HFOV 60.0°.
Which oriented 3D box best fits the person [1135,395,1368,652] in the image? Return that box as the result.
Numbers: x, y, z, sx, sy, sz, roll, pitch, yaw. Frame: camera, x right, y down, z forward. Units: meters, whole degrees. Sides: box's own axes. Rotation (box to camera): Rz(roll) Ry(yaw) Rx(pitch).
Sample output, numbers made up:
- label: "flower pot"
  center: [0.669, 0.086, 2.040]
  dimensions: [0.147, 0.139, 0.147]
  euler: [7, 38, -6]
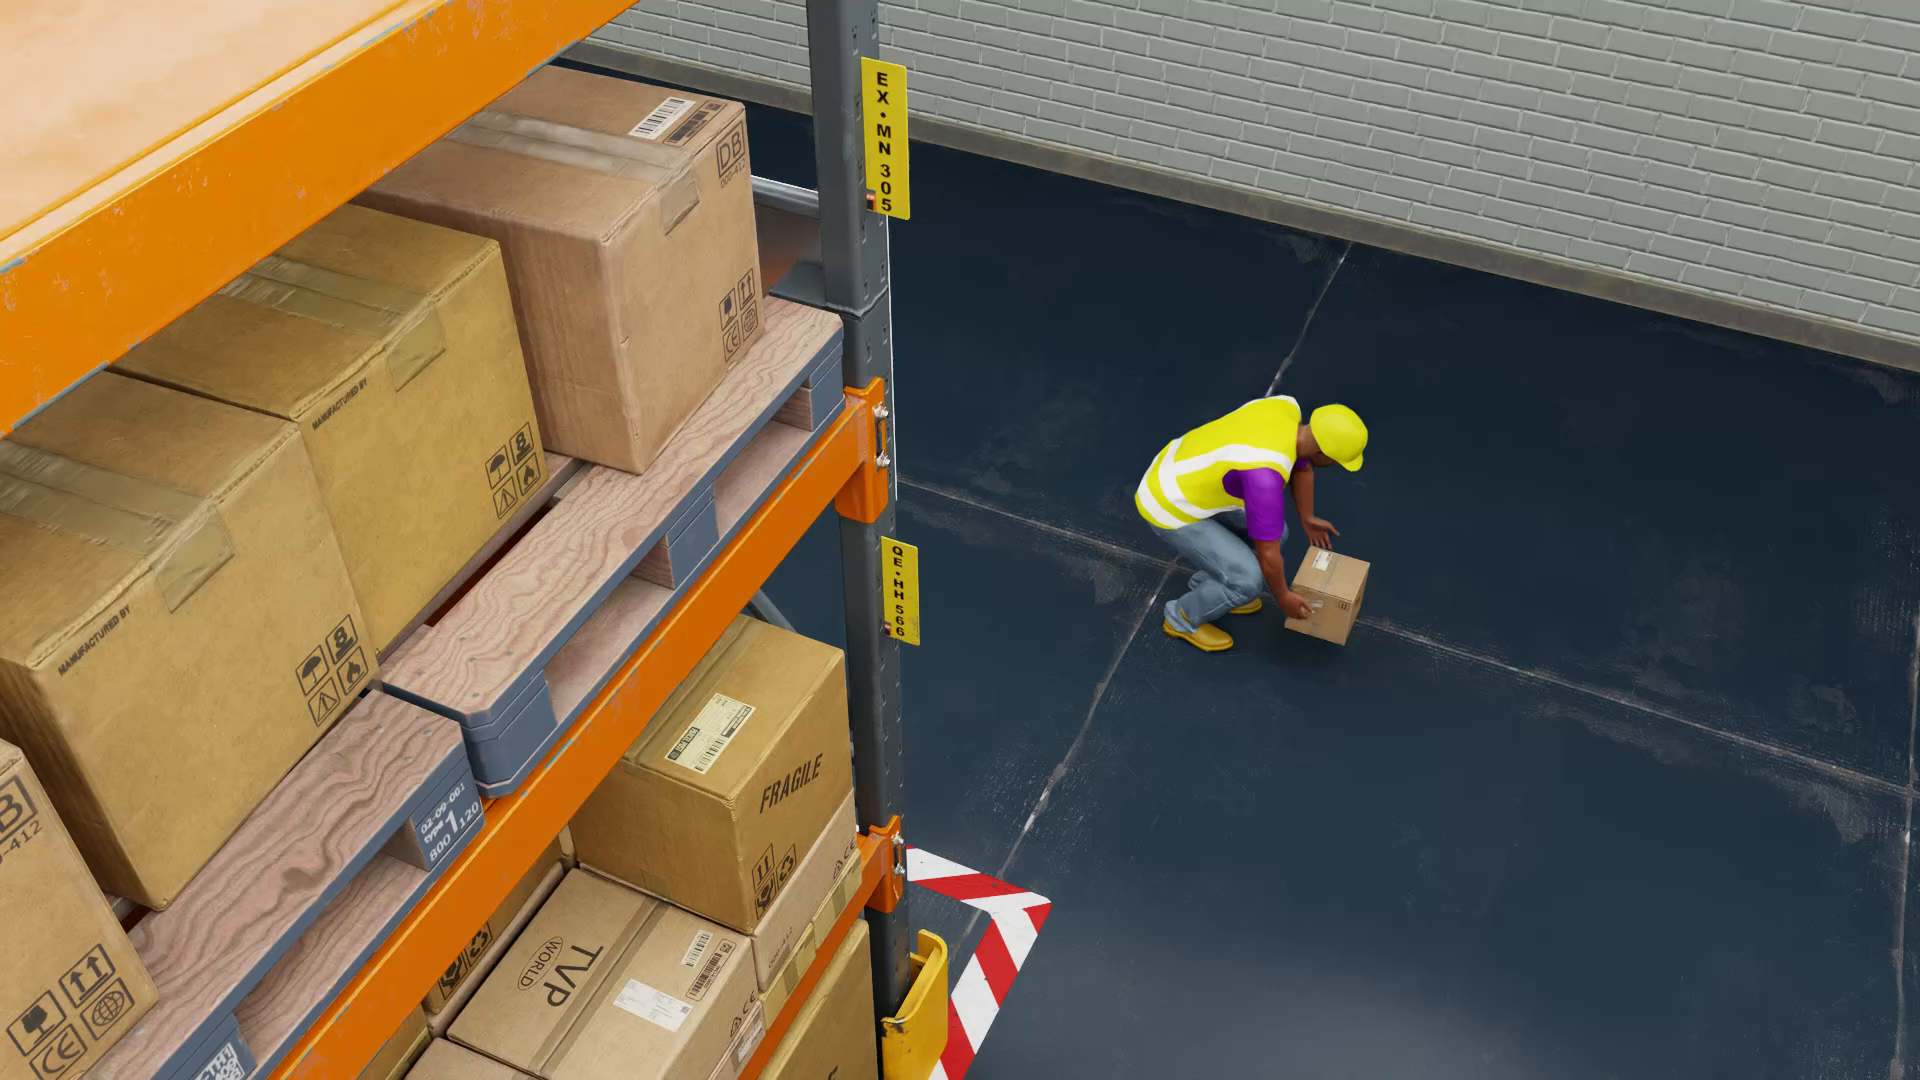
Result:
- label: "person"
  center: [1.146, -0.121, 6.700]
  dimensions: [0.839, 1.207, 0.620]
  euler: [17, 45, 18]
